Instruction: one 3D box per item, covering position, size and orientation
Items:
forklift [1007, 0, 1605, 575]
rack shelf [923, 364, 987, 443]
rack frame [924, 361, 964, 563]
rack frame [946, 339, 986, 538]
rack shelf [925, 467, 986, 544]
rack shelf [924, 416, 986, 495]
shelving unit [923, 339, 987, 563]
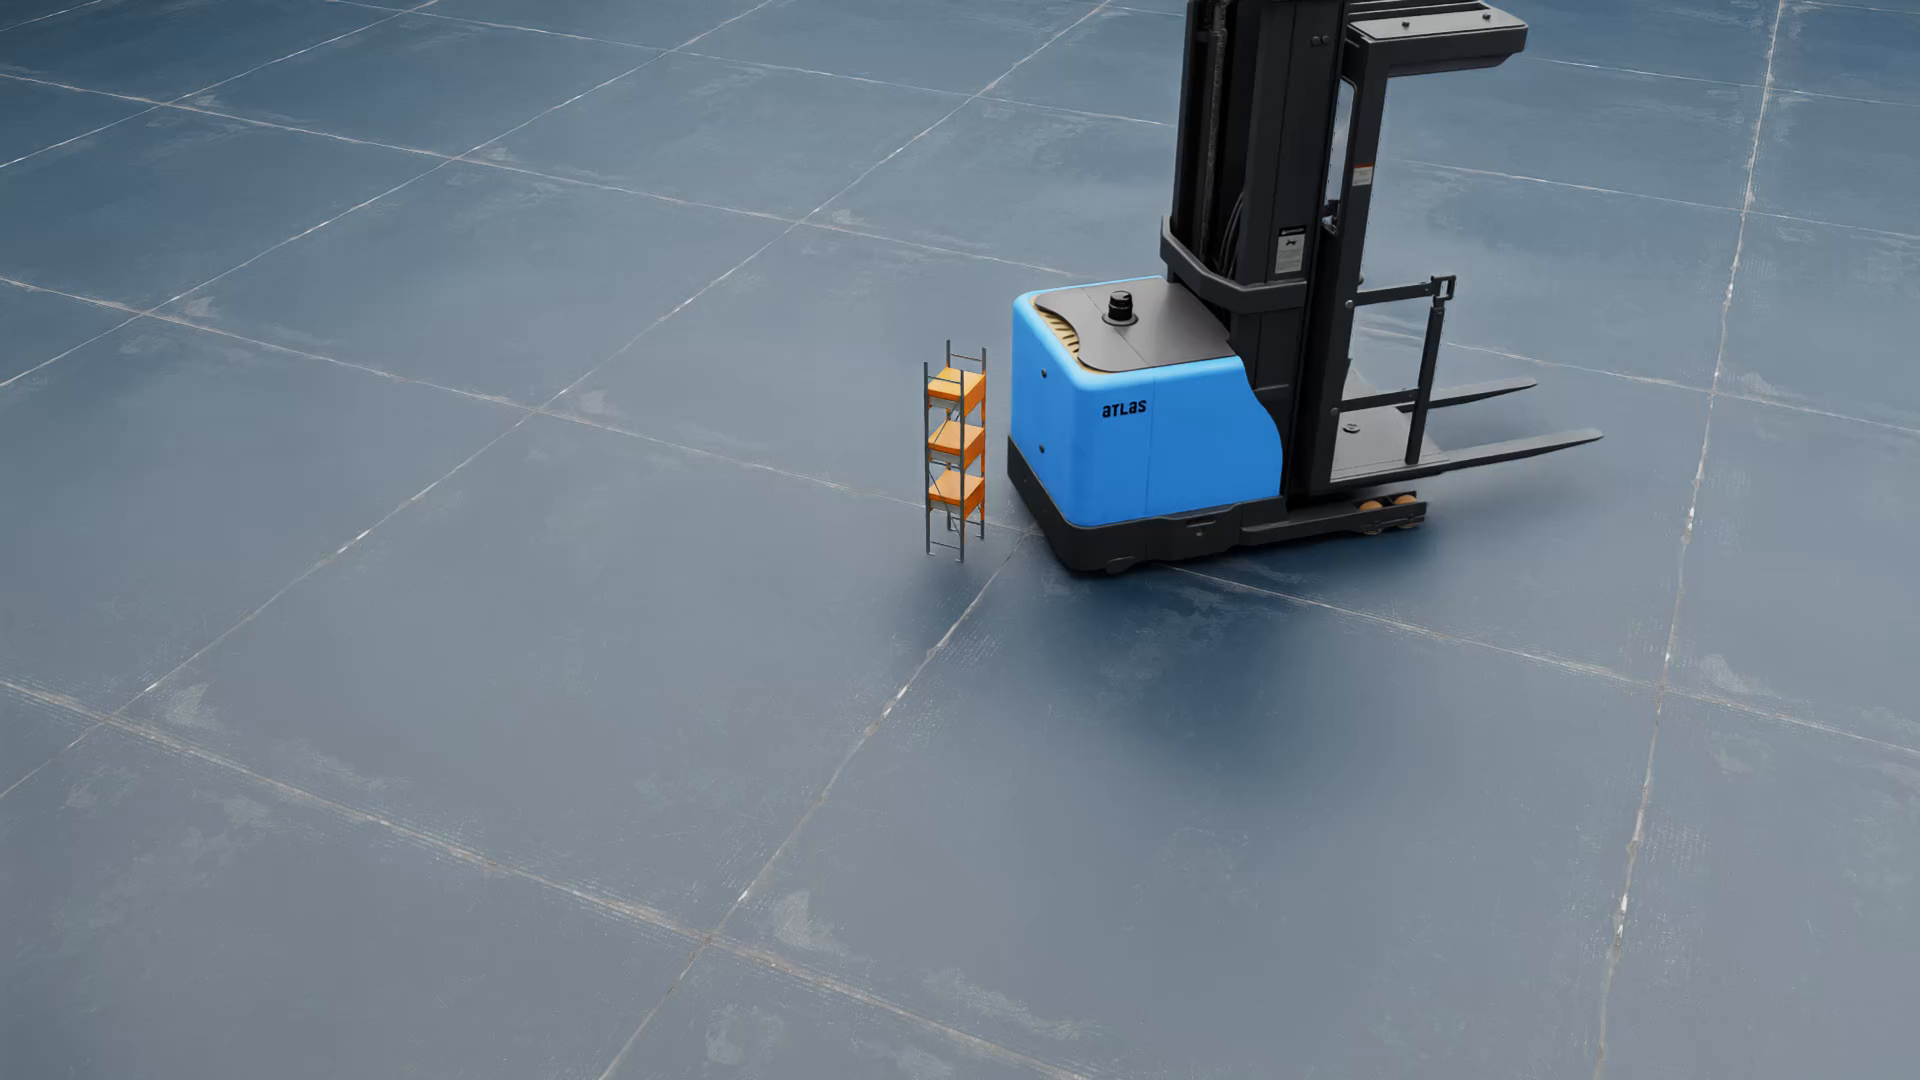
[{"bbox_3d":[1.820,-1.519,7.893,3.031,2.935,1.130,-9,34,-14],"label":"forklift"},{"bbox_3d":[-0.022,-0.641,7.772,0.215,0.259,0.240,14,36,20],"label":"rack shelf"},{"bbox_3d":[-0.073,-0.352,7.829,0.200,1.050,0.008,14,36,20],"label":"rack frame"},{"bbox_3d":[0.029,-0.473,8.014,0.200,1.050,0.008,14,36,20],"label":"rack frame"},{"bbox_3d":[-0.022,-0.171,8.080,0.215,0.259,0.240,14,36,20],"label":"rack shelf"},{"bbox_3d":[-0.022,-0.404,7.927,0.215,0.259,0.240,14,36,20],"label":"rack shelf"},{"bbox_3d":[-0.022,-0.412,7.921,0.215,1.050,0.252,14,36,20],"label":"shelving unit"}]
